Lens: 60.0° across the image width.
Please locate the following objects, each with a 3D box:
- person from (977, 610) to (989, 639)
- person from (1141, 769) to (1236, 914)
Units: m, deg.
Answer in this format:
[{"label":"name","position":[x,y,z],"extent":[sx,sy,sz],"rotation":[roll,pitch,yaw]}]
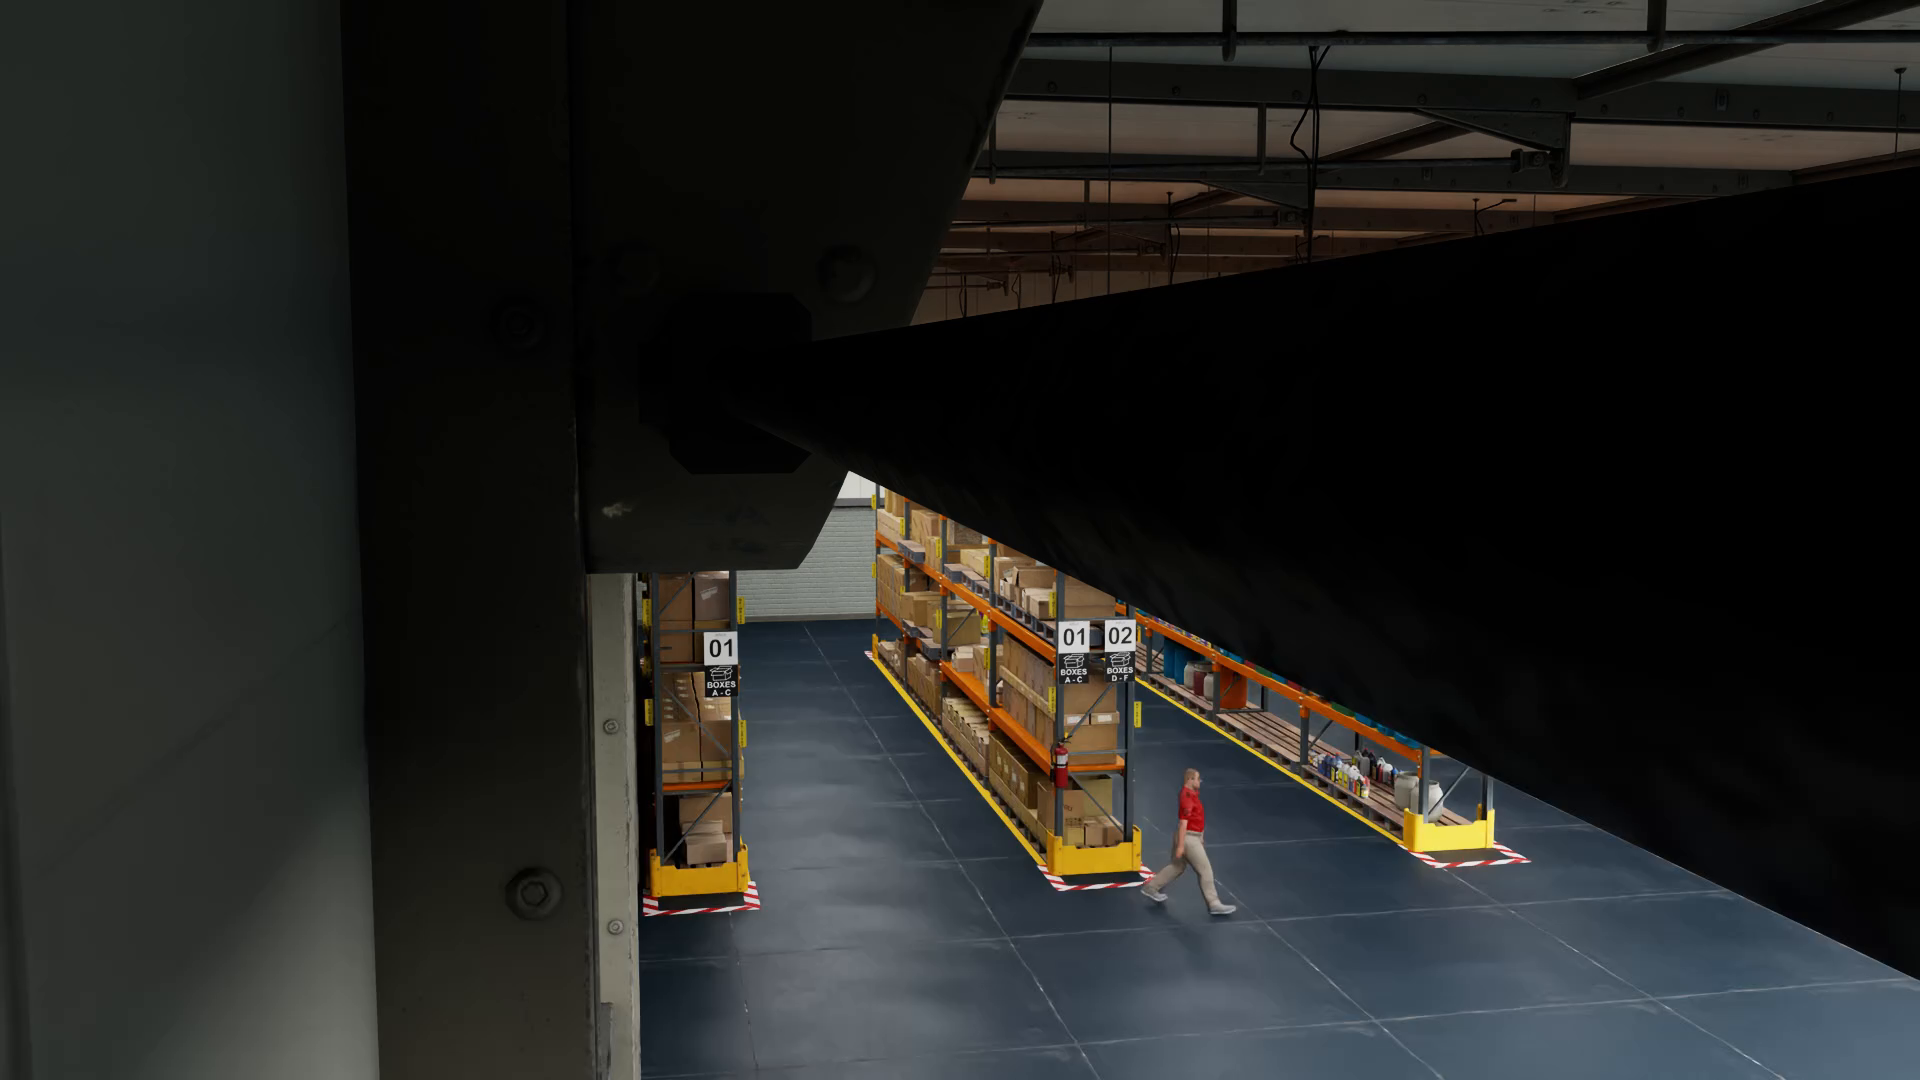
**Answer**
[{"label":"person","position":[0.462,1.917,34.922],"extent":[0.735,1.672,0.680],"rotation":[0,6,-2]},{"label":"person","position":[2.674,3.505,19.475],"extent":[1.079,1.672,0.565],"rotation":[0,6,2]}]
